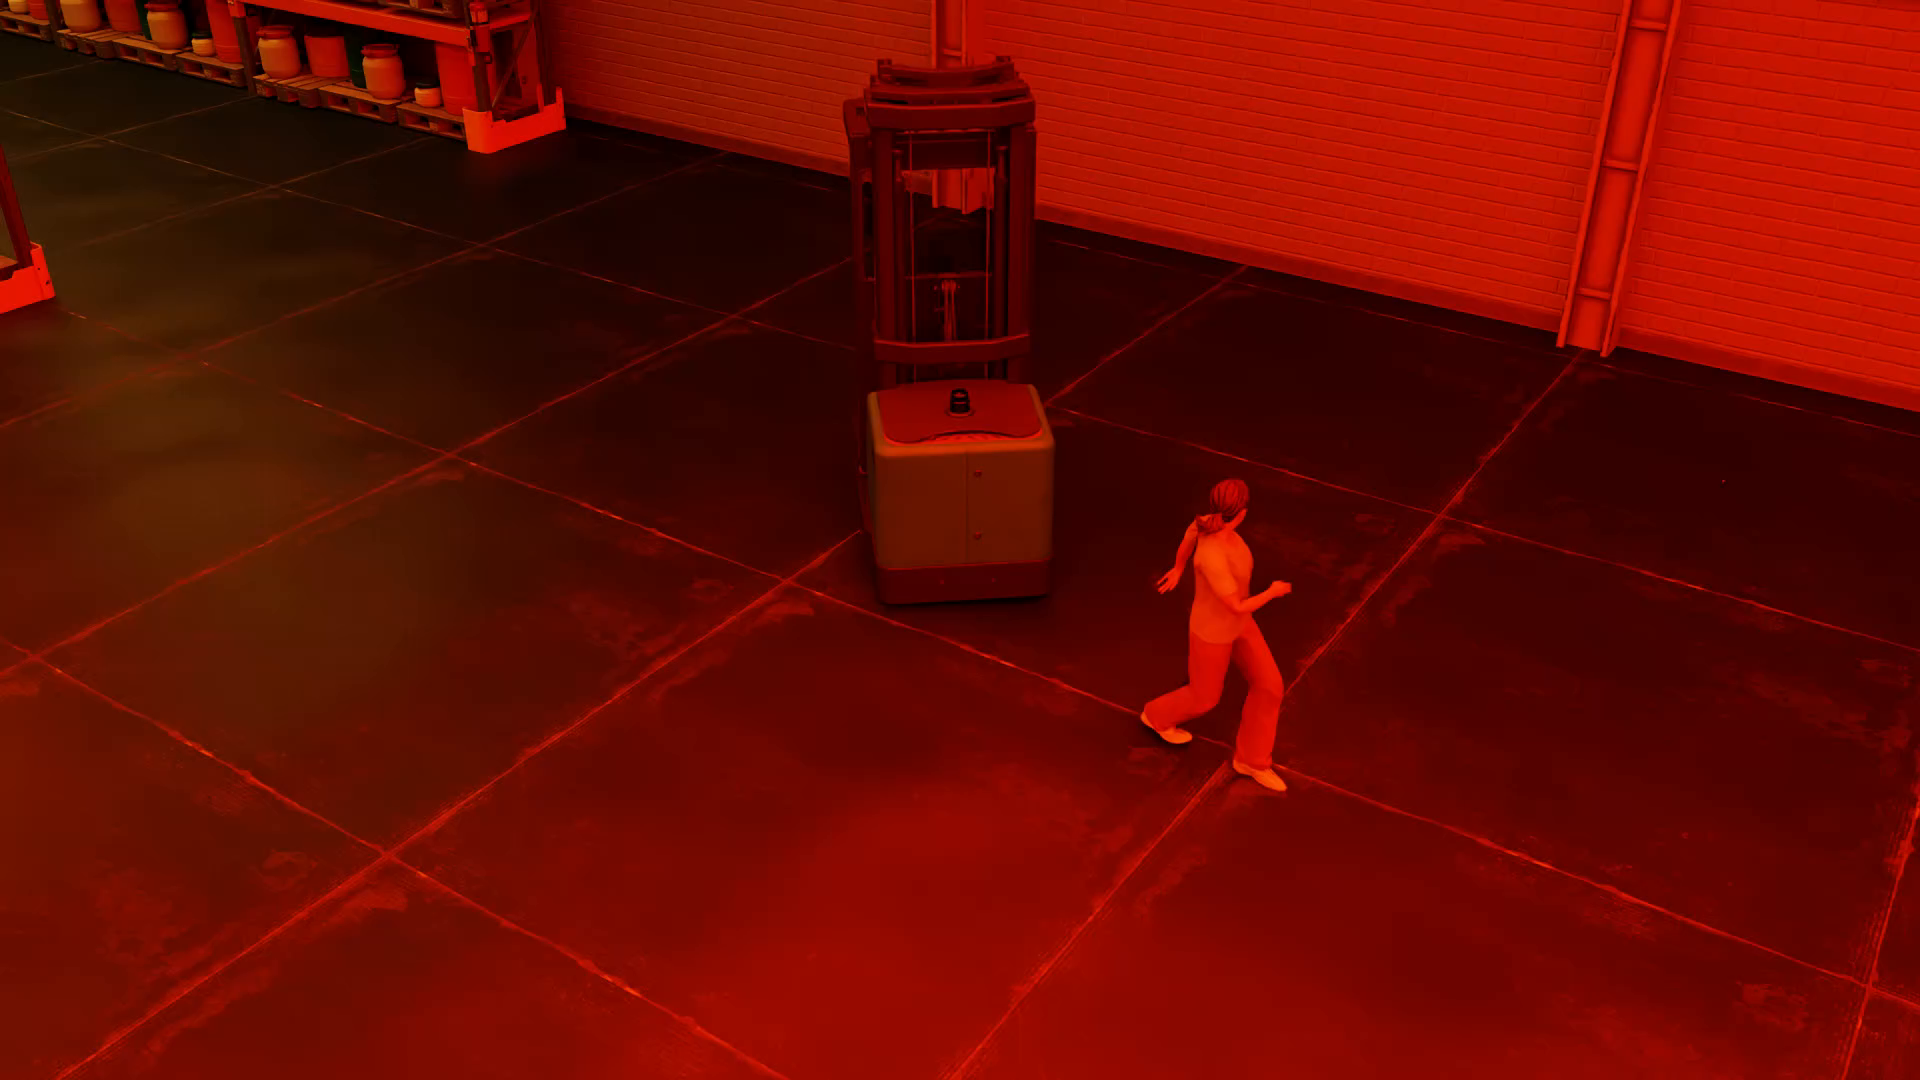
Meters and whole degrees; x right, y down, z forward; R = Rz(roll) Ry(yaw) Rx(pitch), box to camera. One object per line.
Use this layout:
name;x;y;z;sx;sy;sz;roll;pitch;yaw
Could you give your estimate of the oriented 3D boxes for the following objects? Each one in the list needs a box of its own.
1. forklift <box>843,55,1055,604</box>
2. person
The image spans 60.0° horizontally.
forklift;-0.128;-1.608;10.351;1.130;2.935;3.031;-3;30;-6
person;1.300;0.428;8.216;0.903;1.605;0.471;19;35;29
